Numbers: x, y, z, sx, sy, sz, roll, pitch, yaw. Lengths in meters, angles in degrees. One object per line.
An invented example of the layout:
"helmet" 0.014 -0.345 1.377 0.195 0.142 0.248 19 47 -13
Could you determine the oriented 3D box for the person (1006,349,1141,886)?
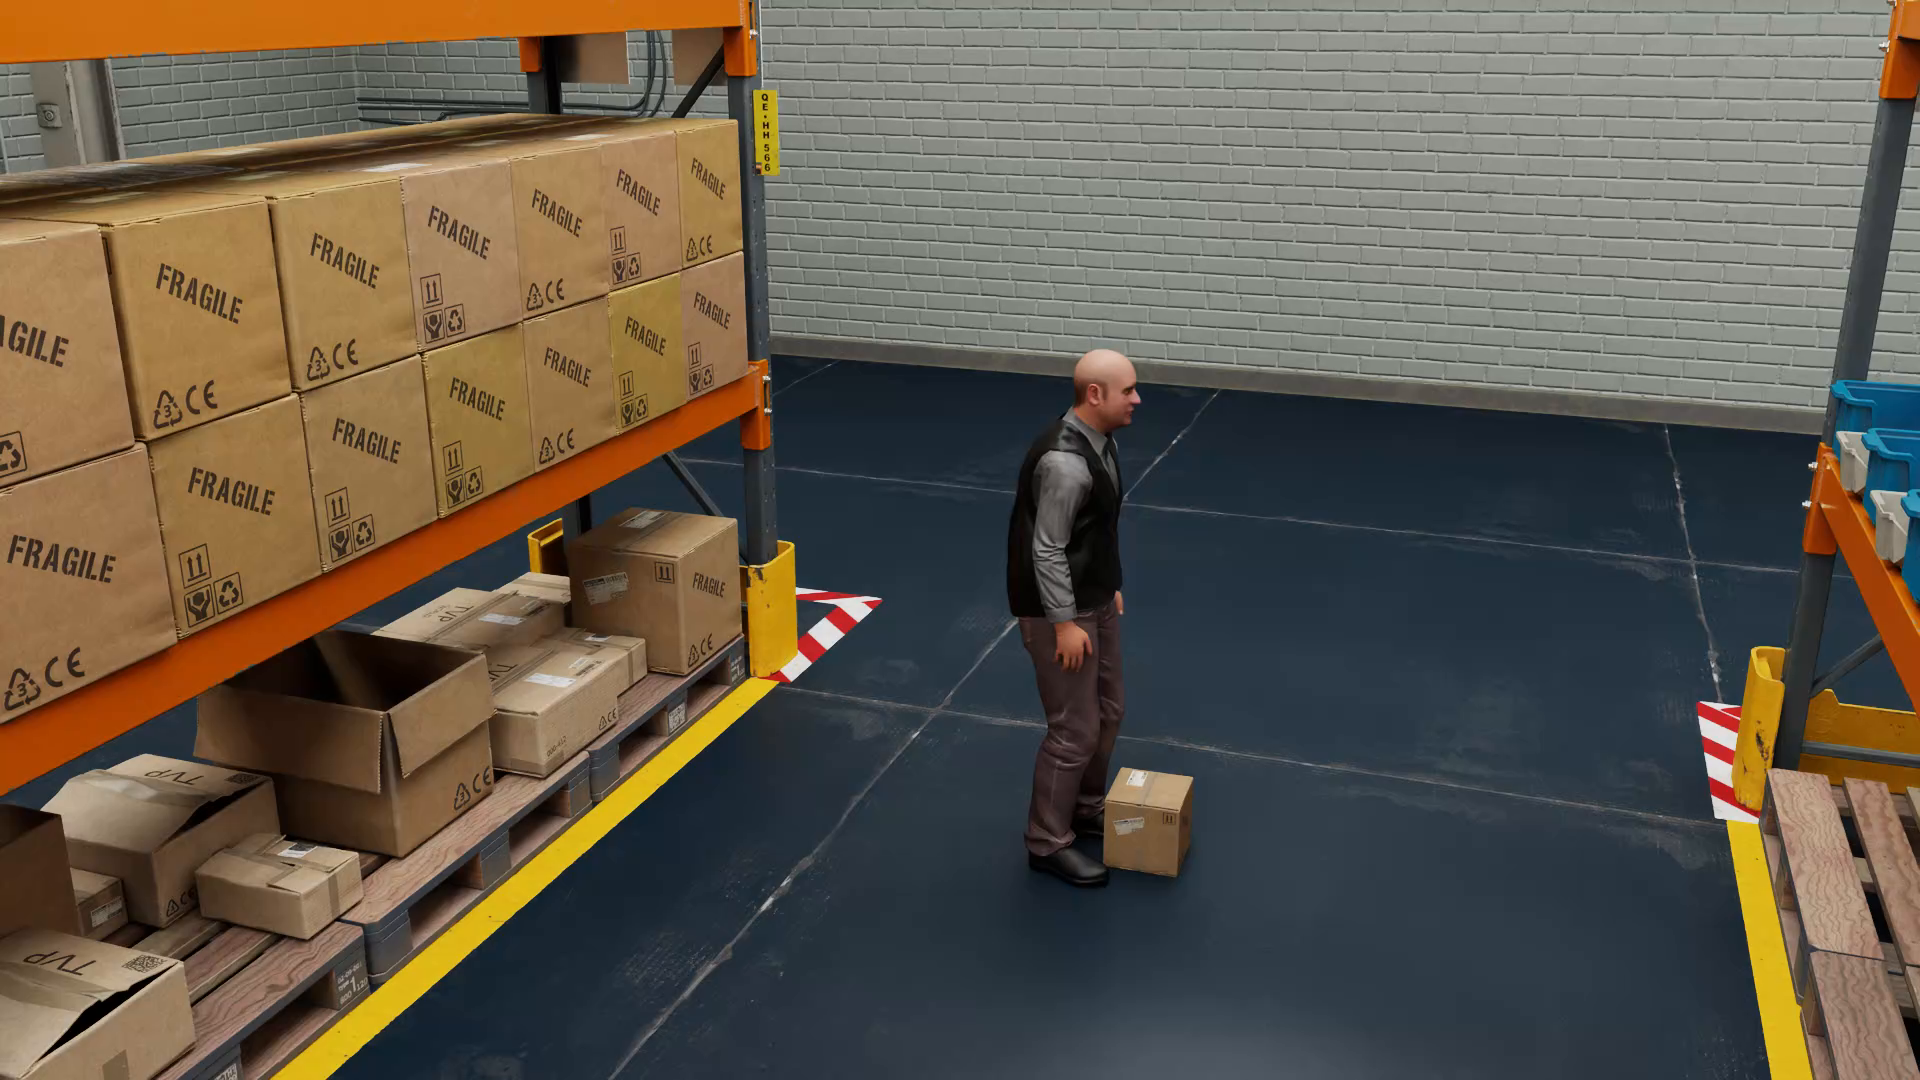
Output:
"person" 0.388 0.225 5.426 0.460 1.721 0.580 6 20 18
